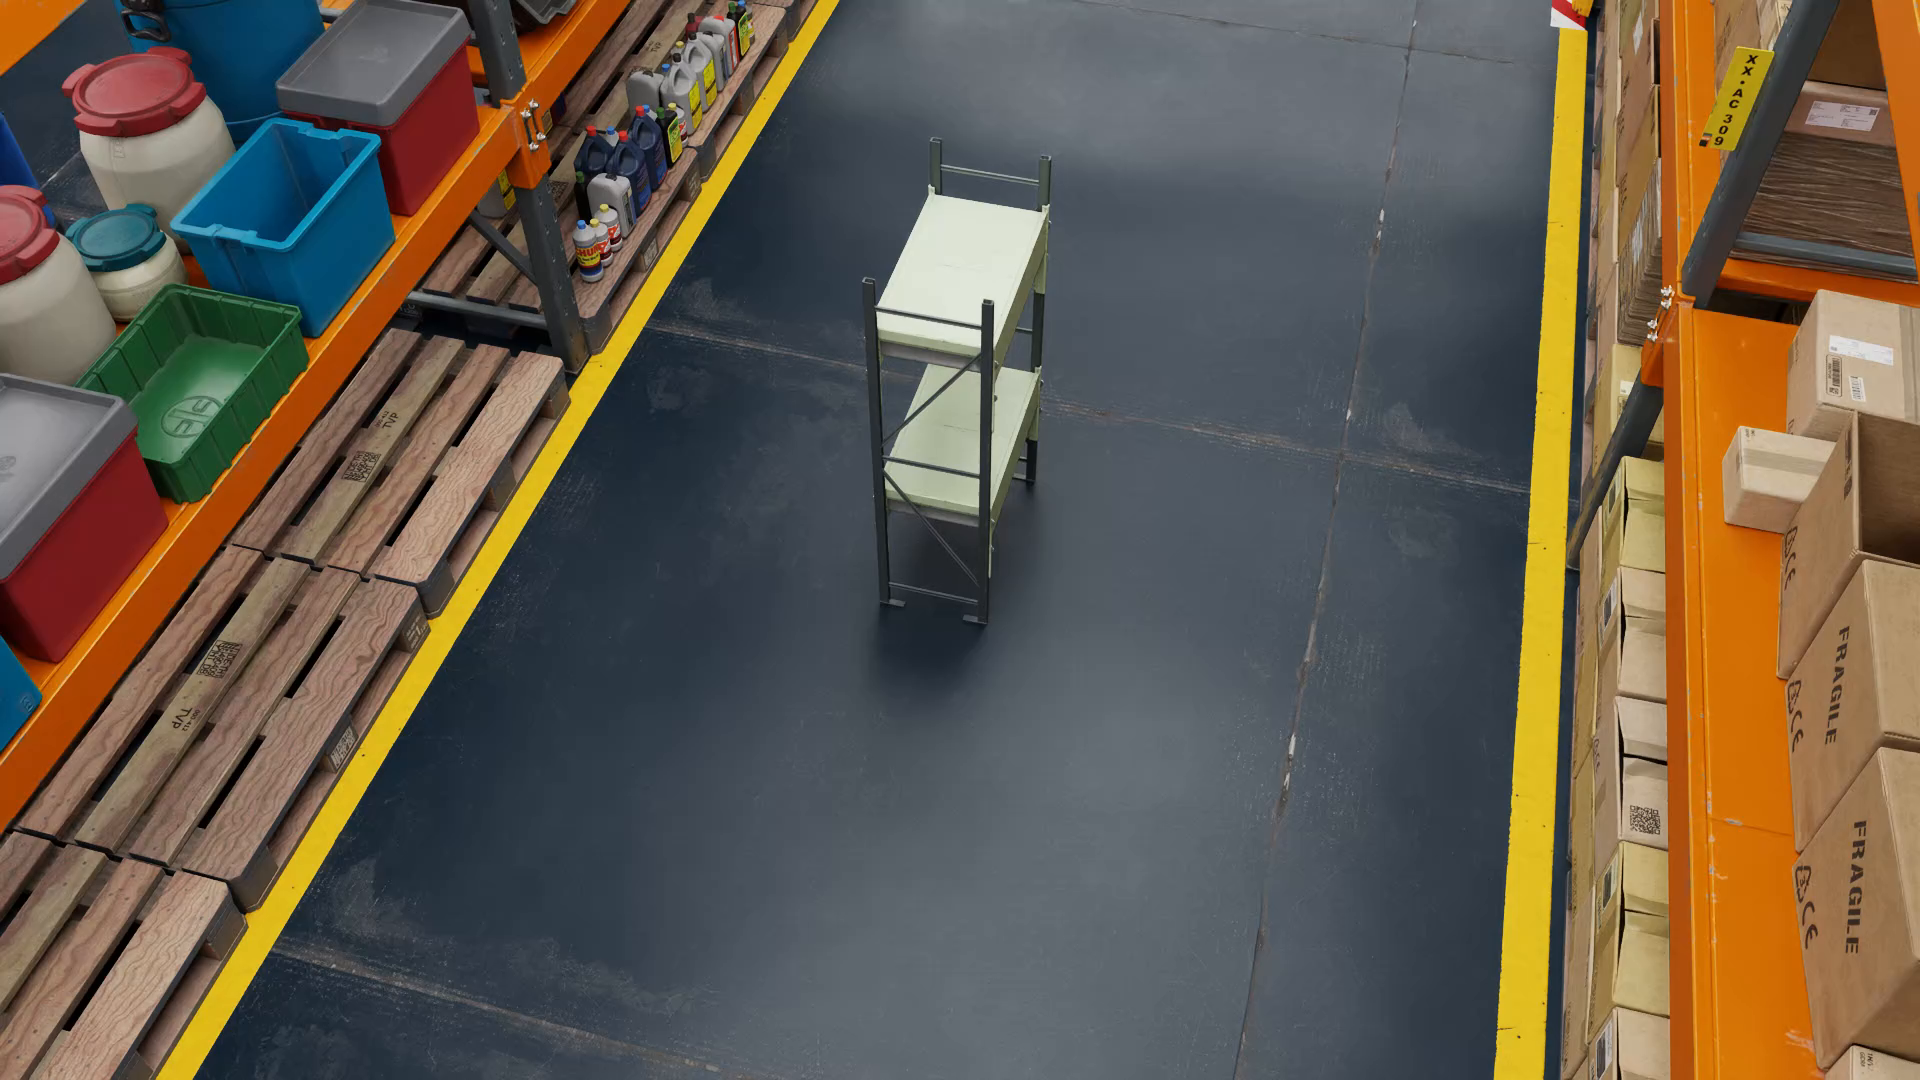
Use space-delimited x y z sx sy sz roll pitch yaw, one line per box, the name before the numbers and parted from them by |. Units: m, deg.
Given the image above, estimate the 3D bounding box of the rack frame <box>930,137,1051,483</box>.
rack frame | 0.098 -0.766 5.926 0.400 1.500 0.023 12 50 10

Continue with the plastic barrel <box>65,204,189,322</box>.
plastic barrel | -2.536 -0.836 5.079 0.301 0.262 0.301 0 49 0

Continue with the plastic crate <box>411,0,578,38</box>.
plastic crate | -1.779 -2.142 6.181 0.767 0.338 0.504 12 50 10

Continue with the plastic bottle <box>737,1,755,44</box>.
plastic bottle | -1.047 -2.507 8.035 0.097 0.201 0.097 0 49 0

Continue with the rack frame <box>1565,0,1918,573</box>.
rack frame | 2.738 -0.828 4.980 1.000 3.000 0.127 12 50 10

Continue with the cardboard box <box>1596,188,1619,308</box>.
cardboard box | 2.908 -1.160 6.827 0.500 0.250 0.500 12 50 10

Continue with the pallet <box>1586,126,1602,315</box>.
pallet | 3.307 -1.358 7.308 1.003 0.211 1.213 12 50 10

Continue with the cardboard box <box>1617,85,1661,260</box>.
cardboard box | 2.920 -1.406 6.544 0.500 0.500 0.500 12 50 10

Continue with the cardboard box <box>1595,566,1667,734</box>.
cardboard box | 2.252 0.368 5.105 0.500 0.311 0.500 11 49 10

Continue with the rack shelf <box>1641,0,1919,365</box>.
rack shelf | 3.264 -2.037 6.527 1.077 0.370 4.000 12 50 10

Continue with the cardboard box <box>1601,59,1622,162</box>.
cardboard box | 3.175 -1.883 7.465 0.500 0.250 0.500 12 50 10

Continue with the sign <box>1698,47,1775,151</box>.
sign | 2.202 -1.250 4.722 0.100 0.325 0.005 12 50 10

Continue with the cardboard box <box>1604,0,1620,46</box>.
cardboard box | 3.435 -2.607 8.104 0.500 0.250 0.500 12 50 10

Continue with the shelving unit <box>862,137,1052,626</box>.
shelving unit | 0.002 -0.501 5.692 0.431 1.500 0.755 12 50 10

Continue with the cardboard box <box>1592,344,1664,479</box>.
cardboard box | 2.649 -0.436 6.188 0.500 0.250 0.500 12 50 10

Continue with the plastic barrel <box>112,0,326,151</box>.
plastic barrel | -2.434 -1.755 5.464 0.600 0.901 0.708 12 50 10

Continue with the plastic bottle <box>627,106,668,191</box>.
plastic bottle | -1.377 -1.716 7.237 0.144 0.351 0.185 10 49 8

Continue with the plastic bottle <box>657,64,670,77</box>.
plastic bottle | -1.344 -2.101 7.677 0.097 0.201 0.097 0 49 0

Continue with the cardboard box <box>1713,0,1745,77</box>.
cardboard box | 3.117 -1.929 5.885 0.700 0.500 0.500 12 50 11

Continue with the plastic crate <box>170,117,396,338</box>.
plastic crate | -2.030 -0.944 5.093 0.392 0.384 0.575 12 50 10

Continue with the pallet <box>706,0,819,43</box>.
pallet | -1.181 -3.128 8.870 1.003 0.211 1.213 12 50 10

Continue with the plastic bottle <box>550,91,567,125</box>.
plastic bottle | -1.863 -2.047 7.574 0.061 0.283 0.133 12 50 10

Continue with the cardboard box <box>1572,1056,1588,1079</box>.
cardboard box | 1.856 1.670 4.329 0.500 0.250 0.500 13 50 11

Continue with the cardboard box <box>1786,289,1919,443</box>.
cardboard box | 2.651 -0.414 4.715 0.500 0.250 0.500 14 50 12

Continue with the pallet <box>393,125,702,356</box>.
pallet | -1.823 -1.363 7.313 1.003 0.211 1.213 12 50 10

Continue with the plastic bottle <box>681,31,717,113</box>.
plastic bottle | -1.216 -2.158 7.627 0.144 0.351 0.185 13 50 12

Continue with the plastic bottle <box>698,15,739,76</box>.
plastic bottle | -1.140 -2.354 7.850 0.152 0.276 0.135 12 50 10

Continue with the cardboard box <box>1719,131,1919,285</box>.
cardboard box | 2.849 -1.184 5.227 0.700 0.500 0.500 10 49 9

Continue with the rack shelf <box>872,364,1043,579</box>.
rack shelf | 0.002 -0.285 5.936 0.431 0.370 0.720 12 50 10

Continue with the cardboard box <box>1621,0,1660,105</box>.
cardboard box | 3.186 -2.129 7.182 0.500 0.500 0.500 12 50 10

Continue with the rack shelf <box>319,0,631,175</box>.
rack shelf | -1.513 -3.017 7.392 1.077 0.370 4.000 12 50 10

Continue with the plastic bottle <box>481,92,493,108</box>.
plastic bottle | -2.095 -1.843 7.394 0.061 0.283 0.133 15 50 13

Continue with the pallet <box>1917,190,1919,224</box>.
pallet | 2.069 -0.183 2.536 1.003 0.211 1.213 14 50 12

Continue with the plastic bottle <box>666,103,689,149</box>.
plastic bottle | -1.280 -1.867 7.470 0.097 0.201 0.097 0 49 0

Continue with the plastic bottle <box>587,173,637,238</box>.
plastic bottle | -1.474 -1.436 7.040 0.152 0.276 0.135 13 50 11

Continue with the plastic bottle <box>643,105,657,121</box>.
plastic bottle | -1.375 -1.804 7.367 0.097 0.271 0.097 0 49 0

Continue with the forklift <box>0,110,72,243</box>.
forklift | -4.691 -1.159 5.318 1.130 2.935 3.031 12 50 10

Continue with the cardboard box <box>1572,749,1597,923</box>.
cardboard box | 2.123 0.930 4.982 0.500 0.250 0.500 10 49 9

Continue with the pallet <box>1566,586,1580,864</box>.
pallet | 2.582 0.635 5.549 1.003 0.211 1.213 12 50 10

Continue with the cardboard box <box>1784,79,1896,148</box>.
cardboard box | 2.603 -1.315 4.911 0.380 0.149 0.250 12 50 10

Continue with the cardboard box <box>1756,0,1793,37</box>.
cardboard box | 2.736 -1.684 5.236 0.380 0.149 0.250 10 49 9

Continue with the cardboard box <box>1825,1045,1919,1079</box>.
cardboard box | 1.967 1.214 3.345 0.380 0.149 0.250 15 50 13

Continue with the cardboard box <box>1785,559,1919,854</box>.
cardboard box | 2.250 0.434 3.800 0.500 0.500 0.500 12 50 10

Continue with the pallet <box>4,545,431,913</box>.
pallet | -2.528 0.575 5.602 1.003 0.211 1.213 12 50 10

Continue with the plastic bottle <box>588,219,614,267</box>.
plastic bottle | -1.506 -1.246 6.922 0.097 0.201 0.097 0 49 0

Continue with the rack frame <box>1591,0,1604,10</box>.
rack frame | 3.791 -3.722 7.534 1.000 3.000 0.127 12 50 10

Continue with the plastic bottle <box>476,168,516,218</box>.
plastic bottle | -2.009 -1.572 7.110 0.144 0.351 0.185 12 50 10

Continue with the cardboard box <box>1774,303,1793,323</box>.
cardboard box | 3.286 -0.943 6.135 0.500 0.500 0.500 12 50 10

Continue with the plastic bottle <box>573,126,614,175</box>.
plastic bottle | -1.566 -1.608 7.142 0.144 0.351 0.185 12 50 10

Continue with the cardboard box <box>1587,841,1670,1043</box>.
cardboard box | 1.986 1.119 4.442 0.500 0.311 0.500 13 50 11

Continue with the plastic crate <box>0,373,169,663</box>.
plastic crate | -2.372 -0.045 4.246 0.402 0.464 0.583 12 50 10

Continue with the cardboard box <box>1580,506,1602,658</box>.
cardboard box | 2.393 0.185 5.640 0.500 0.250 0.500 10 49 9
